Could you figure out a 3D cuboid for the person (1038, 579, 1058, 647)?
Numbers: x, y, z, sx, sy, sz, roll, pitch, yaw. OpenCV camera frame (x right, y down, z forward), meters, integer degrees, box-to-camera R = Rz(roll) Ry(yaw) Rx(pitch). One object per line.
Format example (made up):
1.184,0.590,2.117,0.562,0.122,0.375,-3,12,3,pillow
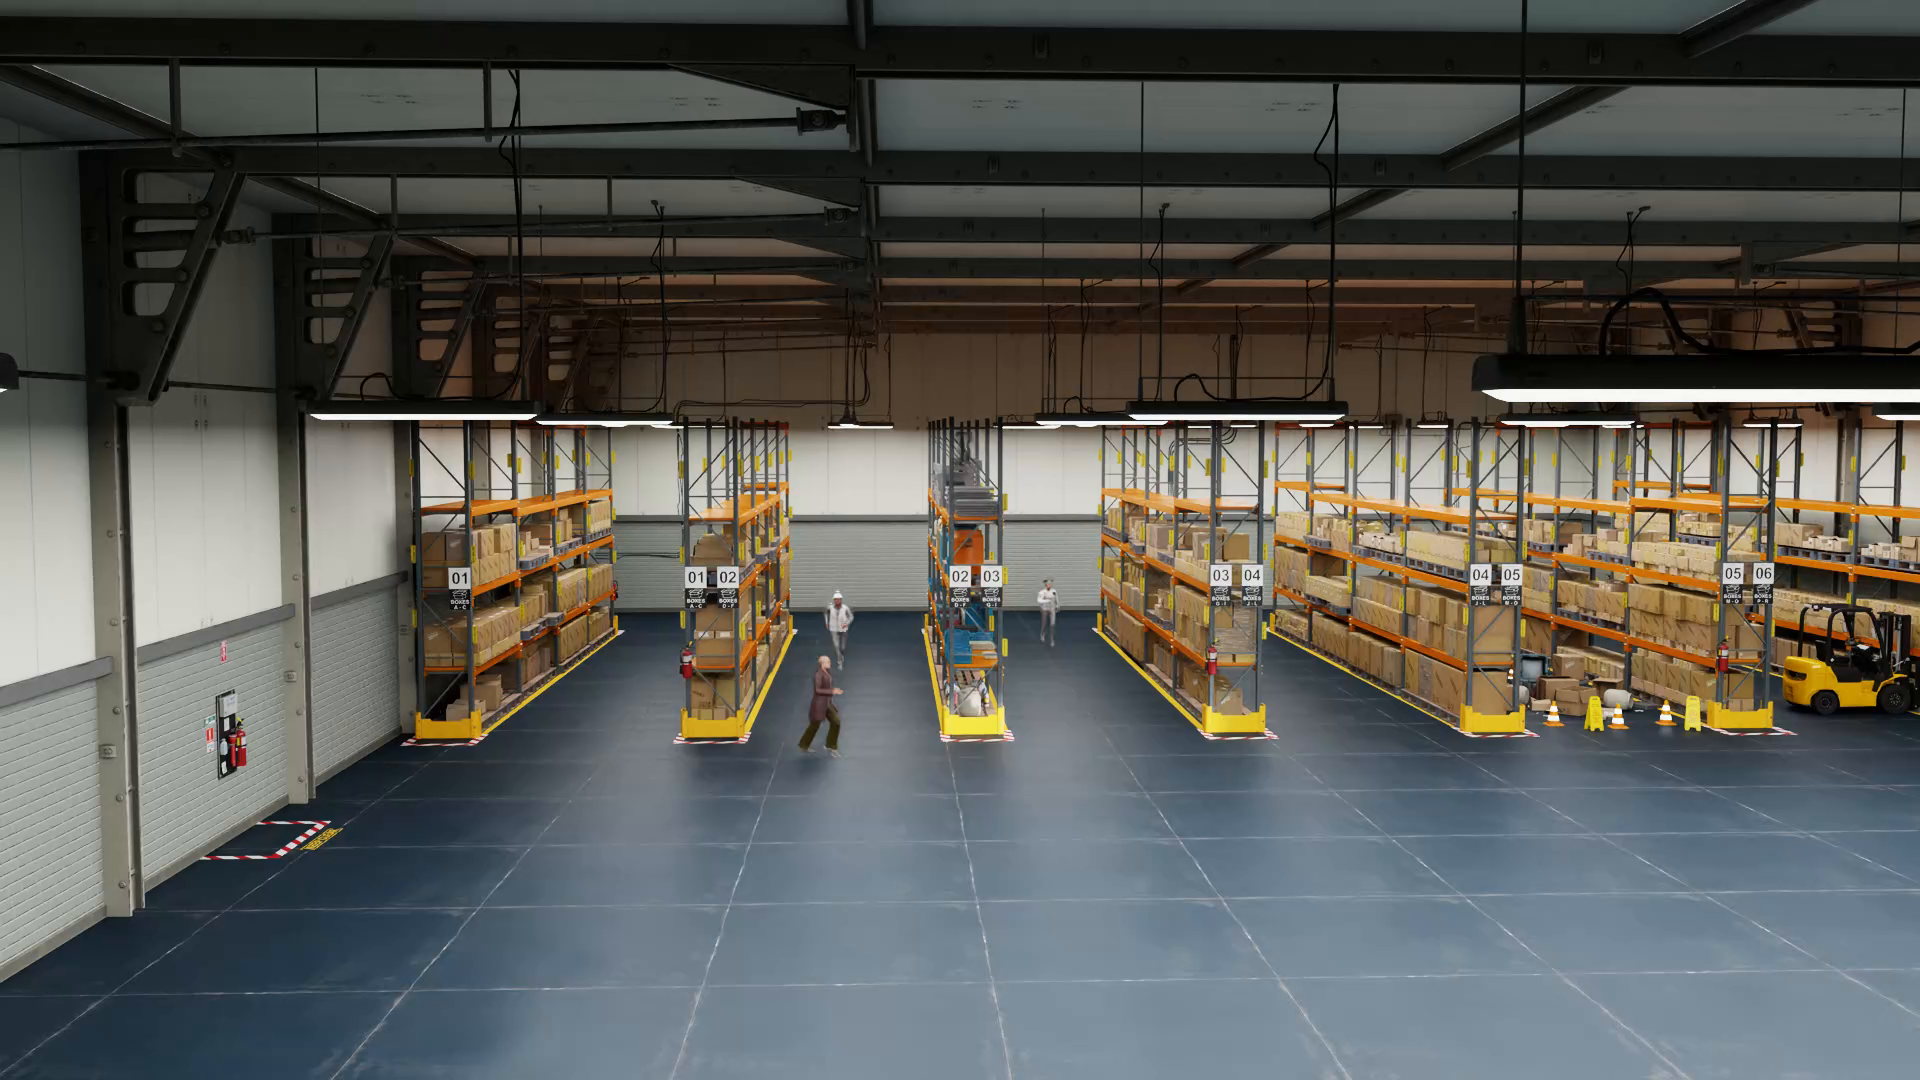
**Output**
2.261,1.844,42.830,0.589,1.720,0.883,-1,4,-11,person

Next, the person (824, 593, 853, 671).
-2.821,2.105,38.694,0.681,1.767,0.948,0,4,-1,person

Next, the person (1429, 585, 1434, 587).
12.225,2.106,43.091,0.640,1.724,0.800,-1,4,-13,person

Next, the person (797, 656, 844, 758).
-2.435,2.939,29.154,0.907,1.835,0.640,1,4,22,person

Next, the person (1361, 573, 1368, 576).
11.494,1.824,46.695,0.714,1.778,1.099,-1,4,-21,person
